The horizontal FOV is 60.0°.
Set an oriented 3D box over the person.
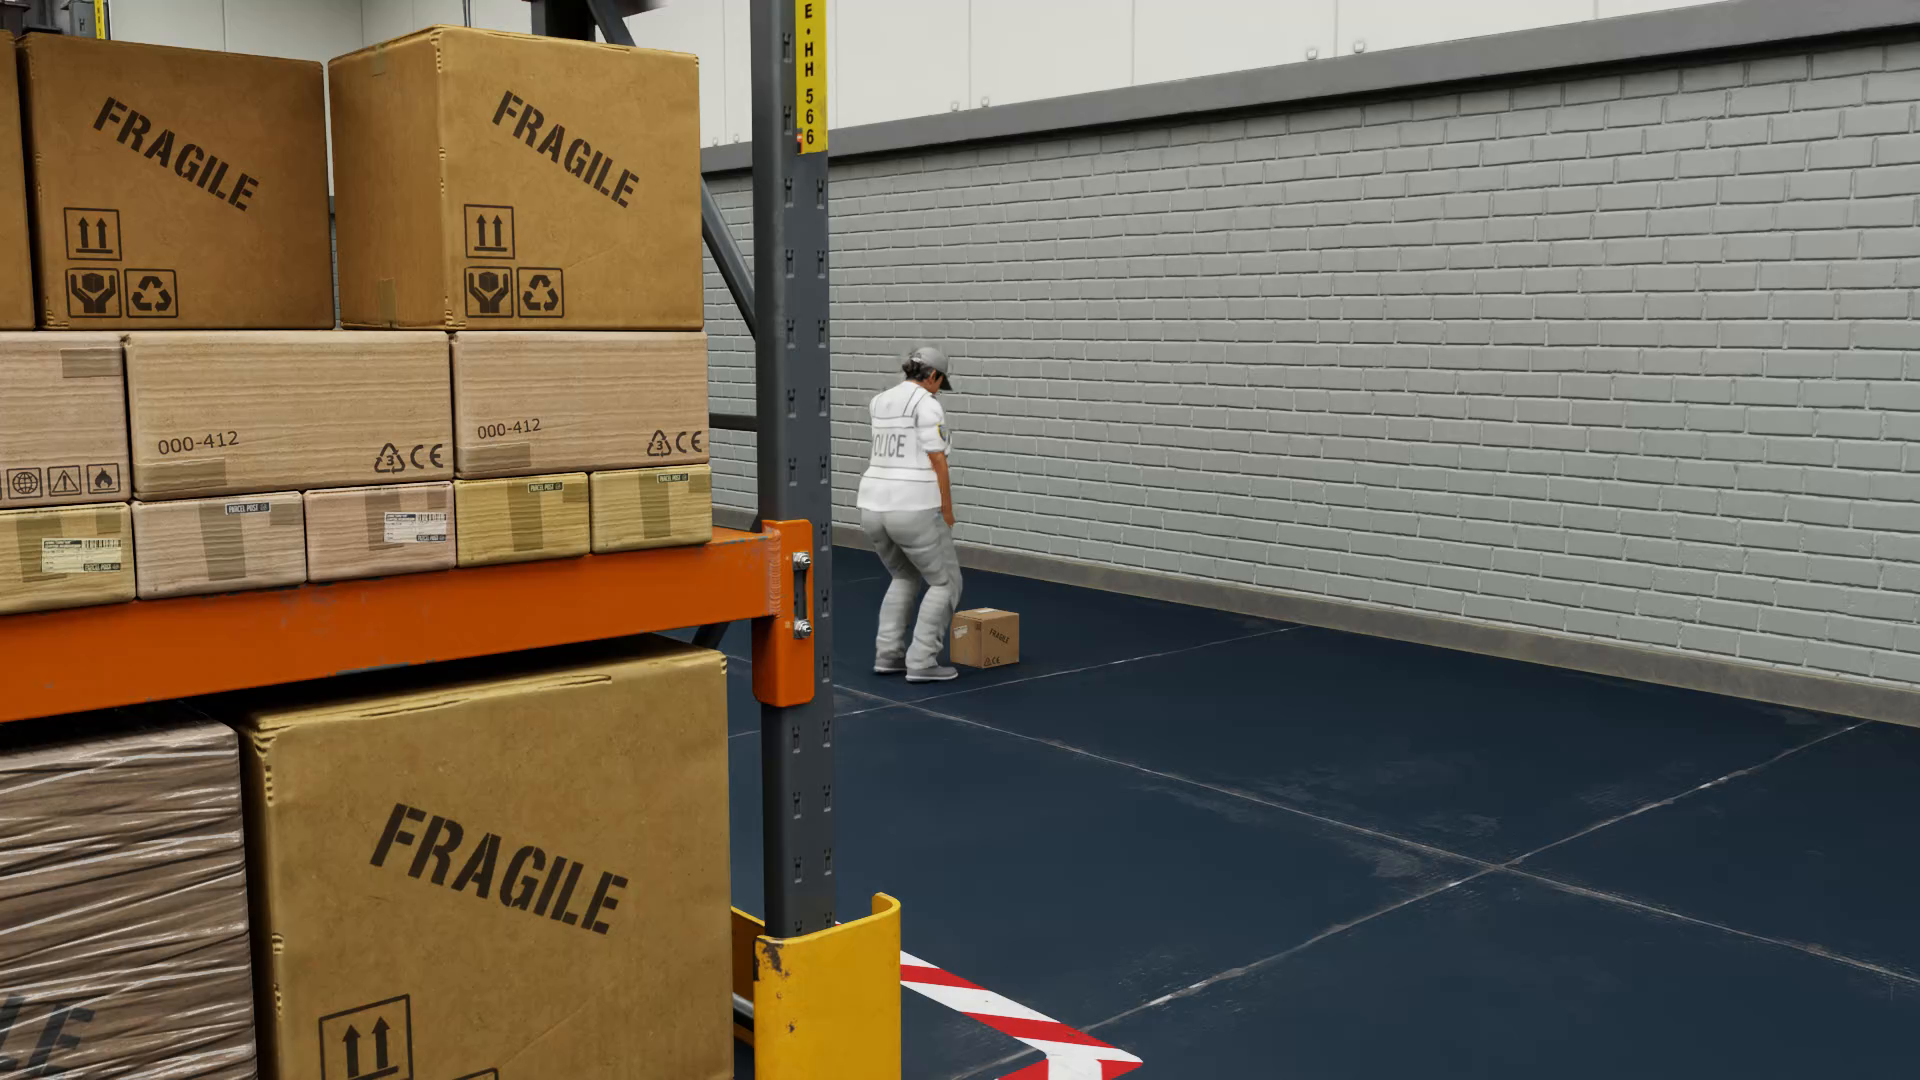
[{"bbox_3d":[-0.236,-0.127,8.045,0.507,1.599,0.504,-6,10,-39],"label":"person"}]
